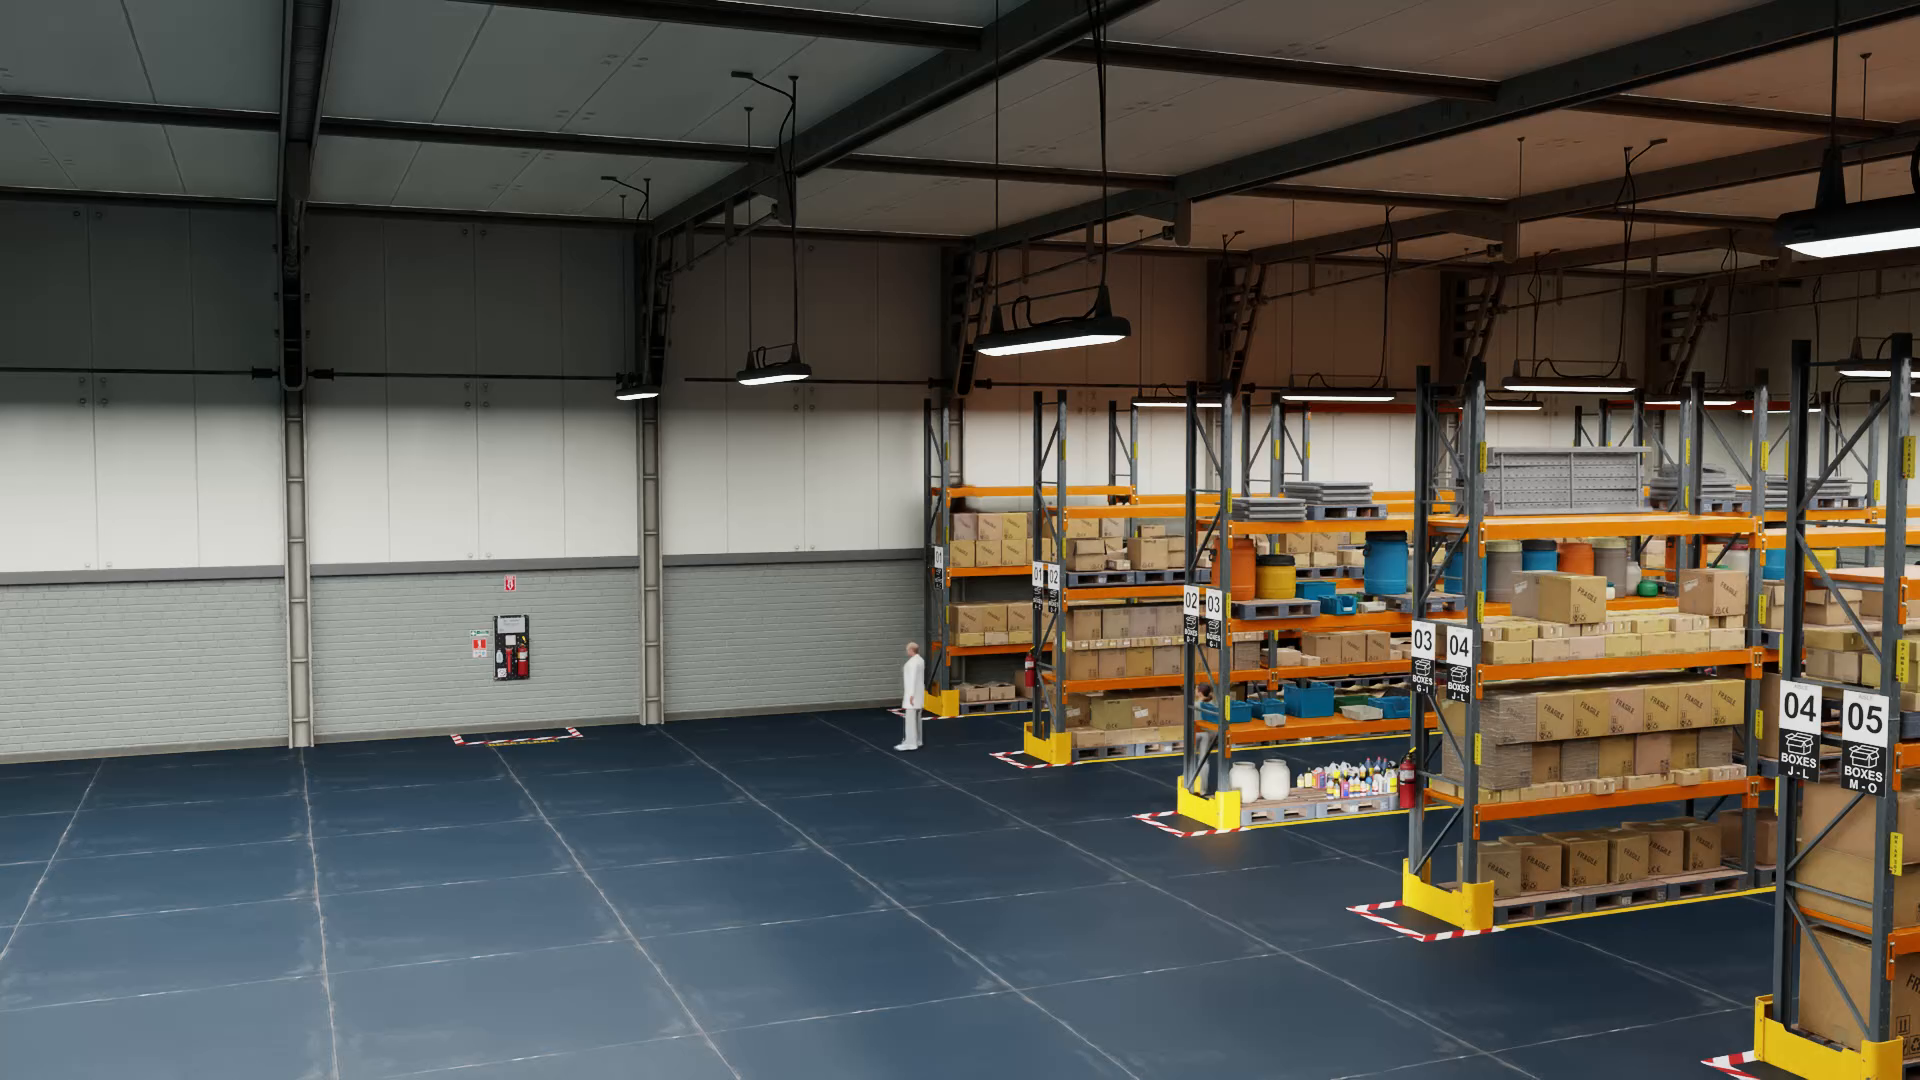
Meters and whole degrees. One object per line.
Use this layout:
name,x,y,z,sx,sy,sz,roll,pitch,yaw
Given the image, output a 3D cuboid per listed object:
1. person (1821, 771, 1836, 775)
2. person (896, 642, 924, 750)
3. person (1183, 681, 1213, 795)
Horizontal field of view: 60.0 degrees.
person,9.509,3.301,18.144,0.533,1.584,0.410,-2,4,-28
person,-0.834,2.615,28.061,0.433,1.777,0.640,1,3,16
person,3.477,2.888,24.461,0.457,1.665,0.617,-1,3,-12
